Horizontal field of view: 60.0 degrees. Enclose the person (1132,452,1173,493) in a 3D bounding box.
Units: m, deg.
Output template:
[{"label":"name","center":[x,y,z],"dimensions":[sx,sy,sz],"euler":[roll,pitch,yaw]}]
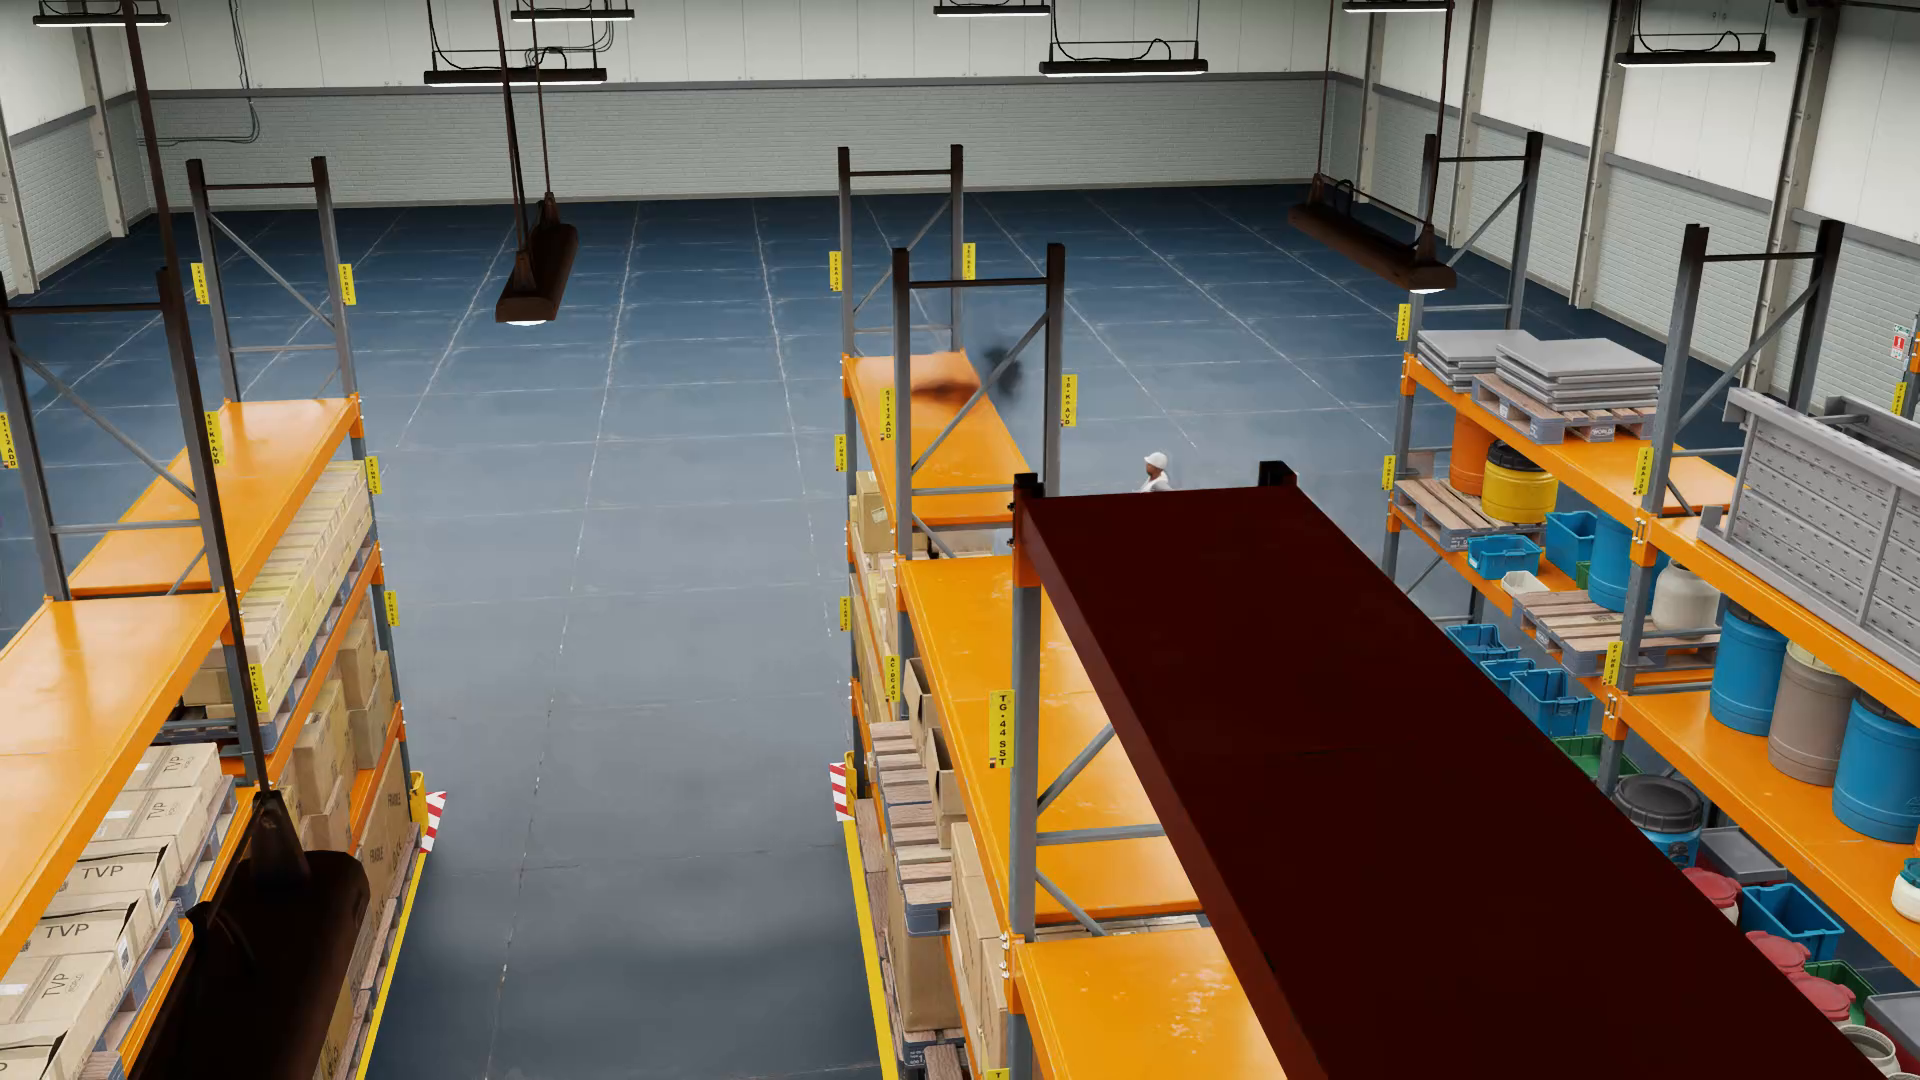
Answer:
[{"label":"person","center":[2.287,-0.194,19.628],"dimensions":[1.013,1.765,0.688],"euler":[4,22,11]}]
